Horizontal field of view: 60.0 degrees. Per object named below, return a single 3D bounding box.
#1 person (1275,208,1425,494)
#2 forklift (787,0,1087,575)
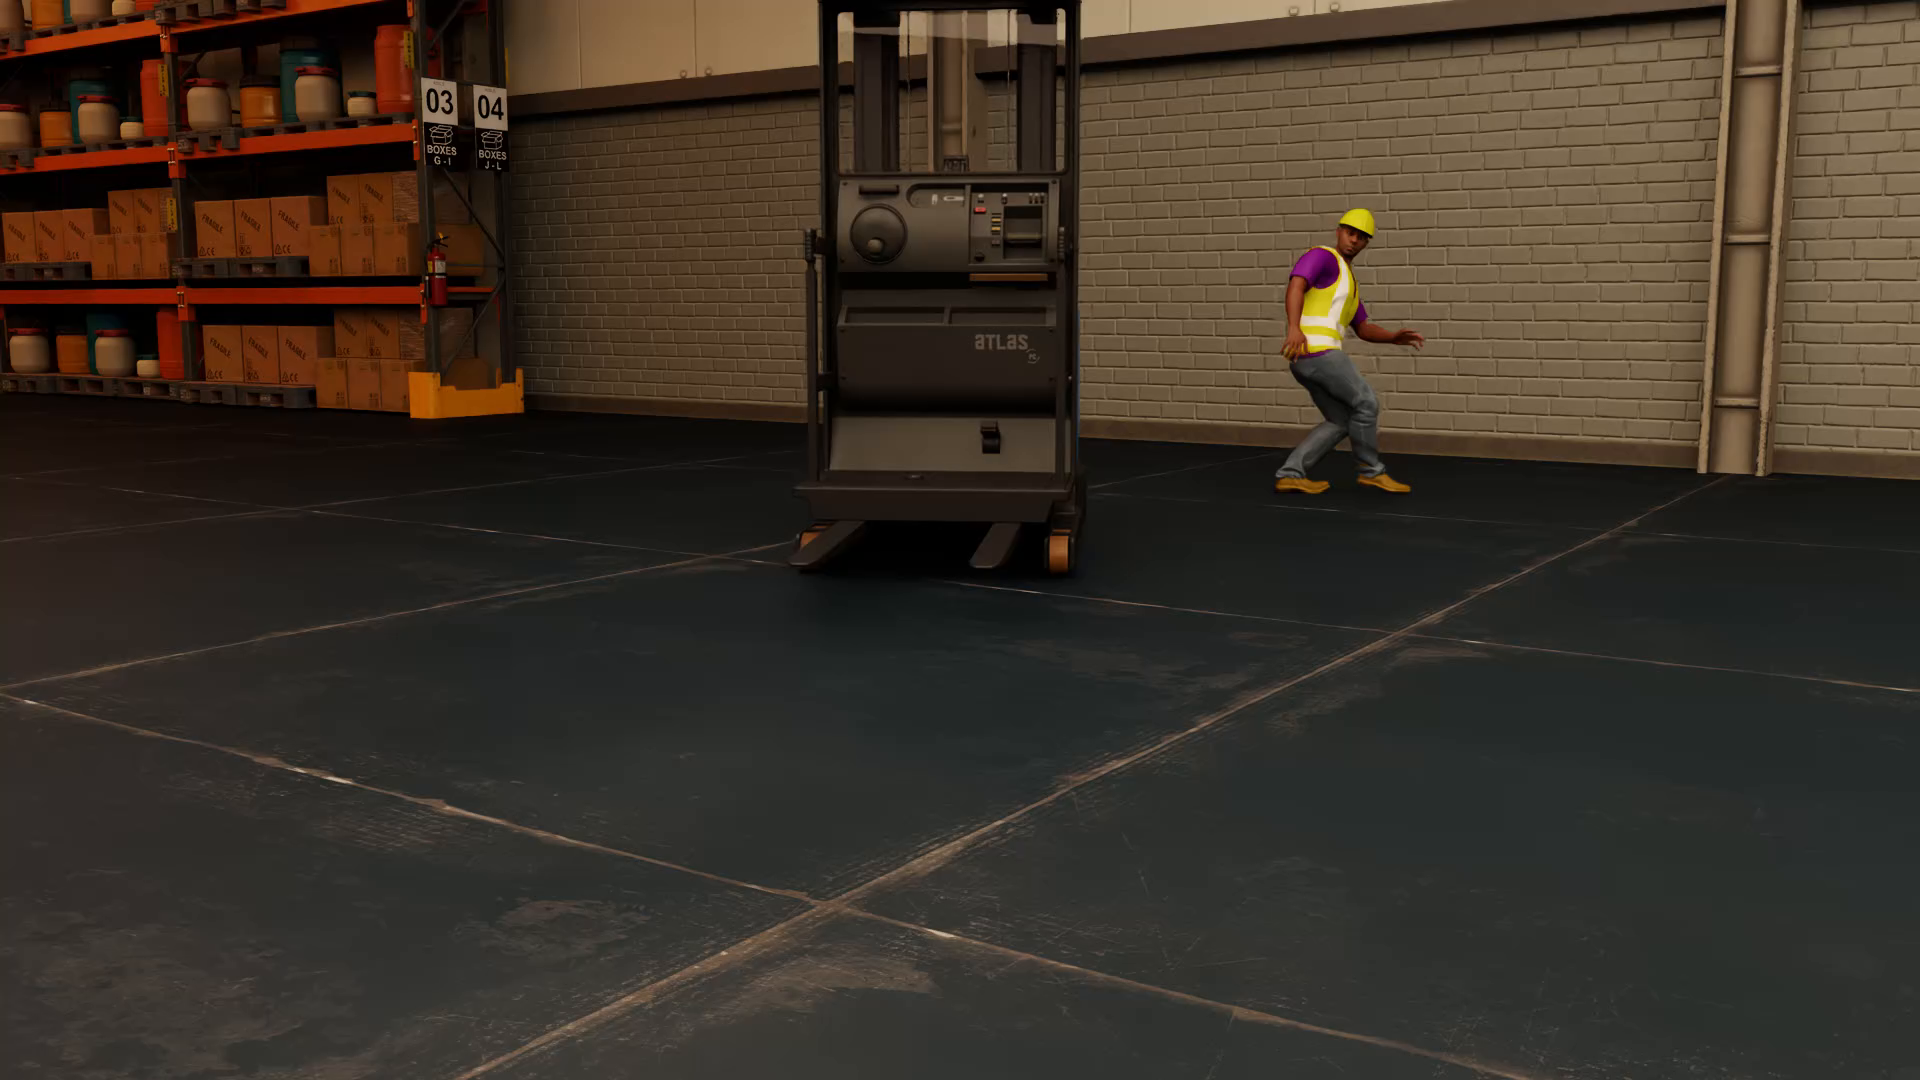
[{"bbox_3d":[2.186,-1.046,9.278,0.806,1.599,0.816,1,8,10],"label":"person"},{"bbox_3d":[-0.069,-1.359,6.747,1.130,2.935,3.031,1,8,6],"label":"forklift"}]
